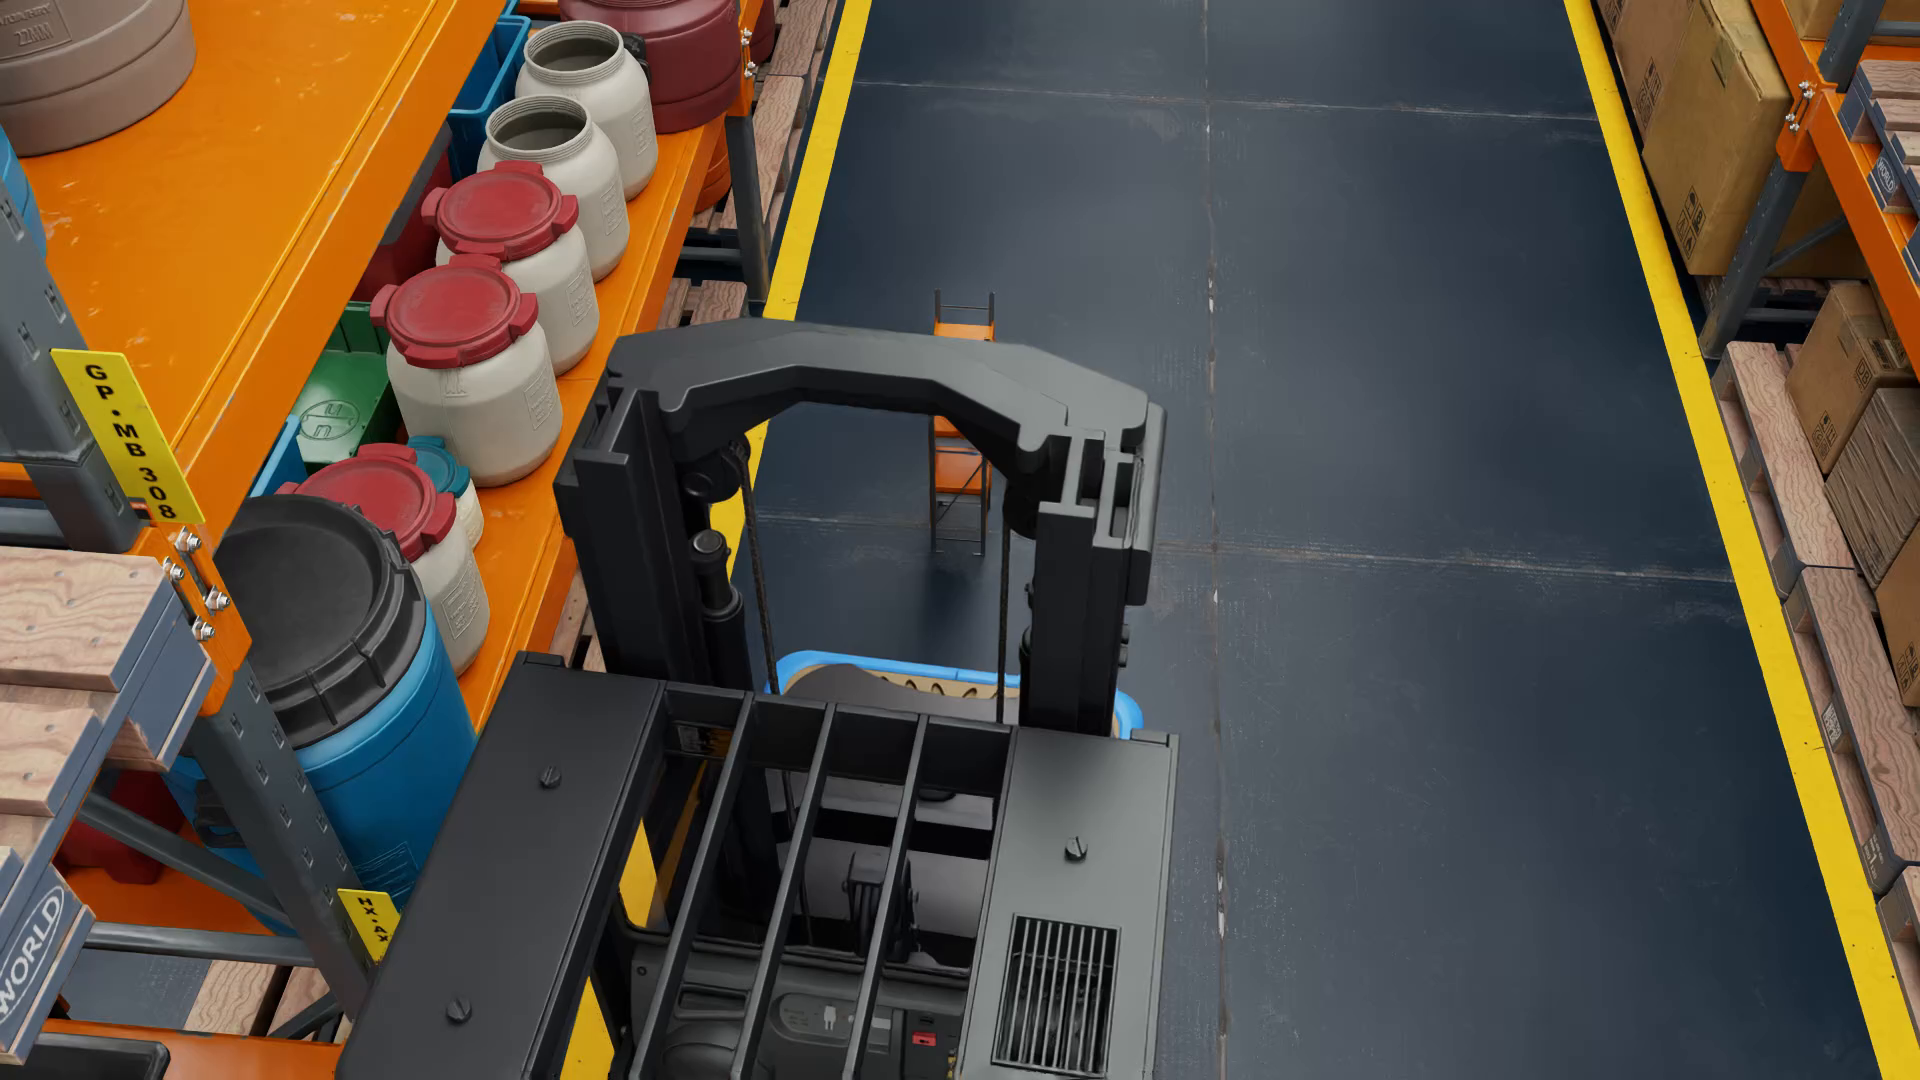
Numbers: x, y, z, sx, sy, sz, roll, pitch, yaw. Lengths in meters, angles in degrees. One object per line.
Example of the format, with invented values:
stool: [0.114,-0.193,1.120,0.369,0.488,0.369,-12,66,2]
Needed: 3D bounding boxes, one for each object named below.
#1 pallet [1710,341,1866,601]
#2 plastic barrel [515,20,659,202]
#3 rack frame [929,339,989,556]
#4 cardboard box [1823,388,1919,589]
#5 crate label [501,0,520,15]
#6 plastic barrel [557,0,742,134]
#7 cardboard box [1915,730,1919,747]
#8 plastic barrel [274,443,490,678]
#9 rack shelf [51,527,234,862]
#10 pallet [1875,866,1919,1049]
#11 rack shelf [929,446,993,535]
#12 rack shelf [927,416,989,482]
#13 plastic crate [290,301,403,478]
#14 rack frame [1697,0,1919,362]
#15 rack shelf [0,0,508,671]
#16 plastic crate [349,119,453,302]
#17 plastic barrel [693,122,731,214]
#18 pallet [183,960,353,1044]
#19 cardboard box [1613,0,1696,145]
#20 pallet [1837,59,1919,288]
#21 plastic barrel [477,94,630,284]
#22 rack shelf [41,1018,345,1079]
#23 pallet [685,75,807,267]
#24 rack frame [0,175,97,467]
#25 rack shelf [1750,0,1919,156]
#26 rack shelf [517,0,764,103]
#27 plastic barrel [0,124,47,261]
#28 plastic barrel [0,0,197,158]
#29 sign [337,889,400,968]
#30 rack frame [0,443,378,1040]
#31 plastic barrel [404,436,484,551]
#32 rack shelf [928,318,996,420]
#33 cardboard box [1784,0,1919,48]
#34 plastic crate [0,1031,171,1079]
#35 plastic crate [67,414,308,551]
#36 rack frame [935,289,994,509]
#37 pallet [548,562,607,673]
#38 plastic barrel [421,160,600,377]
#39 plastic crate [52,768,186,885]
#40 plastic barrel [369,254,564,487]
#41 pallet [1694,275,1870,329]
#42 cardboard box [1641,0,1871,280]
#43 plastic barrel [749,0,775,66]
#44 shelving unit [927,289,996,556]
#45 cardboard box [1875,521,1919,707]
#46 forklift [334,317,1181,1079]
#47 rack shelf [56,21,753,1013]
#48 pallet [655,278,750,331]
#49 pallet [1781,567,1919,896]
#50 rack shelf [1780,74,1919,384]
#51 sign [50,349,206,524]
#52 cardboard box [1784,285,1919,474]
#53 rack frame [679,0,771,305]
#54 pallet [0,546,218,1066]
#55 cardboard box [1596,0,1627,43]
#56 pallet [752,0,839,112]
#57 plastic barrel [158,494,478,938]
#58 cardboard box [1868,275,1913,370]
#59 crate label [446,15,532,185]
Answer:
pallet: [3.529,-0.258,6.343,1.003,0.211,1.213,4,48,4]
plastic barrel: [-1.211,-1.374,5.398,0.421,0.512,0.421,0,48,0]
rack frame: [-0.006,-0.304,5.817,0.200,1.050,0.008,4,48,4]
cardboard box: [3.523,-0.176,5.774,0.700,0.500,0.500,0,48,0]
crate label: [-1.742,-1.766,5.945,0.303,0.233,0.416,4,48,4]
plastic barrel: [-1.071,-1.791,5.763,0.600,0.536,0.708,4,48,4]
cardboard box: [3.428,0.651,5.018,0.700,0.500,0.500,0,48,0]
plastic barrel: [-1.389,0.099,4.035,0.433,0.535,0.433,0,48,0]
rack shelf: [-1.877,1.533,1.270,1.077,0.370,4.000,4,48,4]
pallet: [3.307,1.535,4.703,1.003,0.211,1.213,4,48,4]
rack shelf: [0.005,-0.199,6.111,0.215,0.259,0.240,4,48,4]
rack shelf: [0.005,-0.386,5.906,0.215,0.259,0.240,4,48,4]
plastic crate: [-1.817,-0.394,4.721,0.450,0.188,0.662,4,48,4]
rack frame: [3.602,-1.773,5.839,1.000,3.000,0.127,4,48,4]
rack shelf: [-1.512,-1.406,3.958,1.077,0.370,4.000,4,48,4]
plastic crate: [-1.782,-0.961,5.053,0.402,0.464,0.583,4,48,4]
plastic barrel: [-1.303,-1.876,7.119,0.600,0.830,0.708,4,48,4]
pallet: [-1.662,1.194,5.015,1.003,0.211,1.213,4,48,4]
cardboard box: [3.775,-2.358,7.529,1.225,0.875,0.875,4,48,4]
pallet: [3.643,-1.178,5.424,1.213,0.211,1.003,4,48,4]
plastic barrel: [-1.250,-1.064,5.115,0.421,0.512,0.421,0,48,0]
rack shelf: [-1.877,2.545,2.377,1.077,0.370,4.000,4,48,4]
pallet: [-1.300,-1.747,7.705,1.003,0.211,1.213,4,48,4]
rack frame: [-1.695,-1.192,1.242,1.000,3.000,0.127,4,48,4]
rack shelf: [3.784,-3.000,7.449,1.077,0.370,4.000,4,48,4]
rack shelf: [-1.148,-3.333,7.753,1.077,0.370,4.000,4,48,4]
plastic barrel: [-1.865,-0.737,2.519,0.600,0.901,0.708,4,48,4]
plastic barrel: [-1.805,-1.217,2.958,0.600,0.901,0.600,0,48,0]
sign: [-1.148,0.785,3.312,0.100,0.325,0.005,4,48,4]
rack frame: [-1.695,0.833,3.455,1.000,3.000,0.127,4,48,4]
plastic barrel: [-1.421,-0.083,4.387,0.301,0.262,0.301,0,48,0]
rack shelf: [0.005,-0.578,5.697,0.215,0.259,0.240,4,48,4]
cardboard box: [3.400,-2.186,6.149,0.500,0.500,0.500,5,48,5]
plastic crate: [-1.869,1.230,3.134,0.767,0.338,0.504,4,48,4]
plastic crate: [-1.904,0.007,4.222,0.392,0.384,0.575,4,48,4]
rack frame: [0.016,-0.483,5.981,0.200,1.050,0.008,4,48,4]
pallet: [-1.553,0.295,5.837,1.003,0.211,1.213,4,48,4]
plastic barrel: [-1.283,-0.758,4.819,0.433,0.535,0.433,0,48,0]
plastic crate: [-1.955,0.435,3.776,0.402,0.464,0.583,4,48,4]
plastic barrel: [-1.322,-0.440,4.528,0.433,0.535,0.433,0,48,0]
pallet: [3.749,-1.406,7.393,1.003,0.211,1.213,4,48,4]
cardboard box: [3.686,-1.704,6.931,1.225,0.875,0.875,2,48,2]
plastic barrel: [-1.200,-2.625,7.967,0.600,0.588,0.708,4,48,4]
shelving unit: [0.005,-0.394,5.899,0.215,1.050,0.252,4,48,4]
cardboard box: [3.478,0.241,5.393,0.700,0.500,0.500,7,48,7]
forklift: [-0.237,1.157,3.205,1.130,2.935,3.031,7,48,6]
rack shelf: [-1.512,-0.394,5.065,1.077,0.370,4.000,4,48,4]
pallet: [-1.439,-0.599,6.654,1.003,0.211,1.213,4,48,4]
pallet: [3.416,0.636,5.525,1.003,0.211,1.213,4,48,4]
rack shelf: [3.420,-0.061,4.760,1.077,0.370,4.000,4,48,4]
sign: [-1.148,-0.137,2.304,0.100,0.325,0.005,4,48,4]
cardboard box: [3.561,-0.584,6.148,0.700,0.500,0.500,2,48,1]
rack frame: [-1.330,-2.106,6.144,1.000,3.000,0.127,4,48,4]
pallet: [-1.663,0.421,1.927,1.213,0.211,1.003,4,48,4]
cardboard box: [3.848,-3.009,8.125,1.225,0.875,0.875,2,48,2]
pallet: [-1.186,-2.641,8.523,1.003,0.211,1.213,4,48,4]
plastic barrel: [-1.358,0.400,3.511,0.600,0.901,0.708,4,48,4]
cardboard box: [3.571,-0.837,5.870,0.500,0.250,0.500,6,48,5]
crate label: [-1.690,-1.406,5.480,0.502,0.435,0.616,4,48,4]
